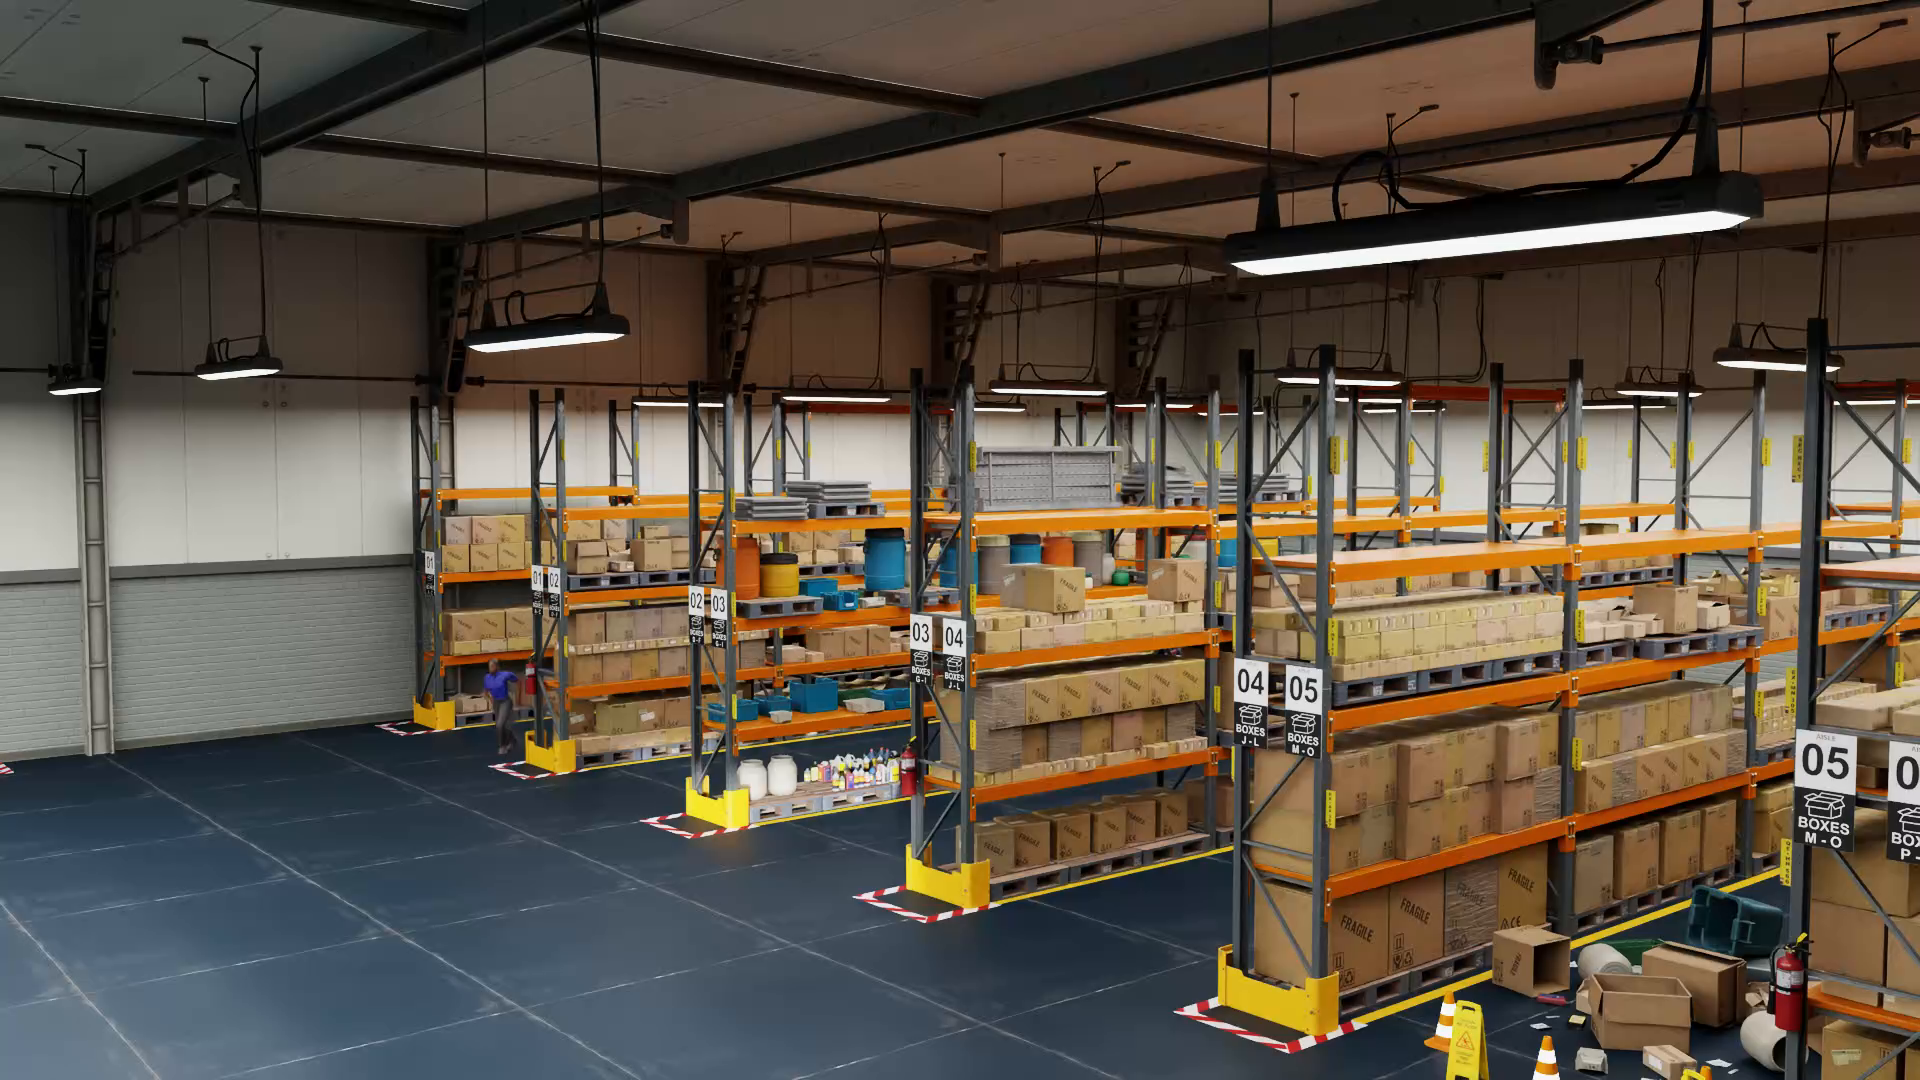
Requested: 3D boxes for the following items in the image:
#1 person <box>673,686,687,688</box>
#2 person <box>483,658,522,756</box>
[{"bbox_3d":[-5.074,2.512,30.171,0.689,1.764,0.934,2,4,31],"label":"person"},{"bbox_3d":[-7.547,2.749,27.522,0.542,1.637,0.764,1,4,22],"label":"person"}]
